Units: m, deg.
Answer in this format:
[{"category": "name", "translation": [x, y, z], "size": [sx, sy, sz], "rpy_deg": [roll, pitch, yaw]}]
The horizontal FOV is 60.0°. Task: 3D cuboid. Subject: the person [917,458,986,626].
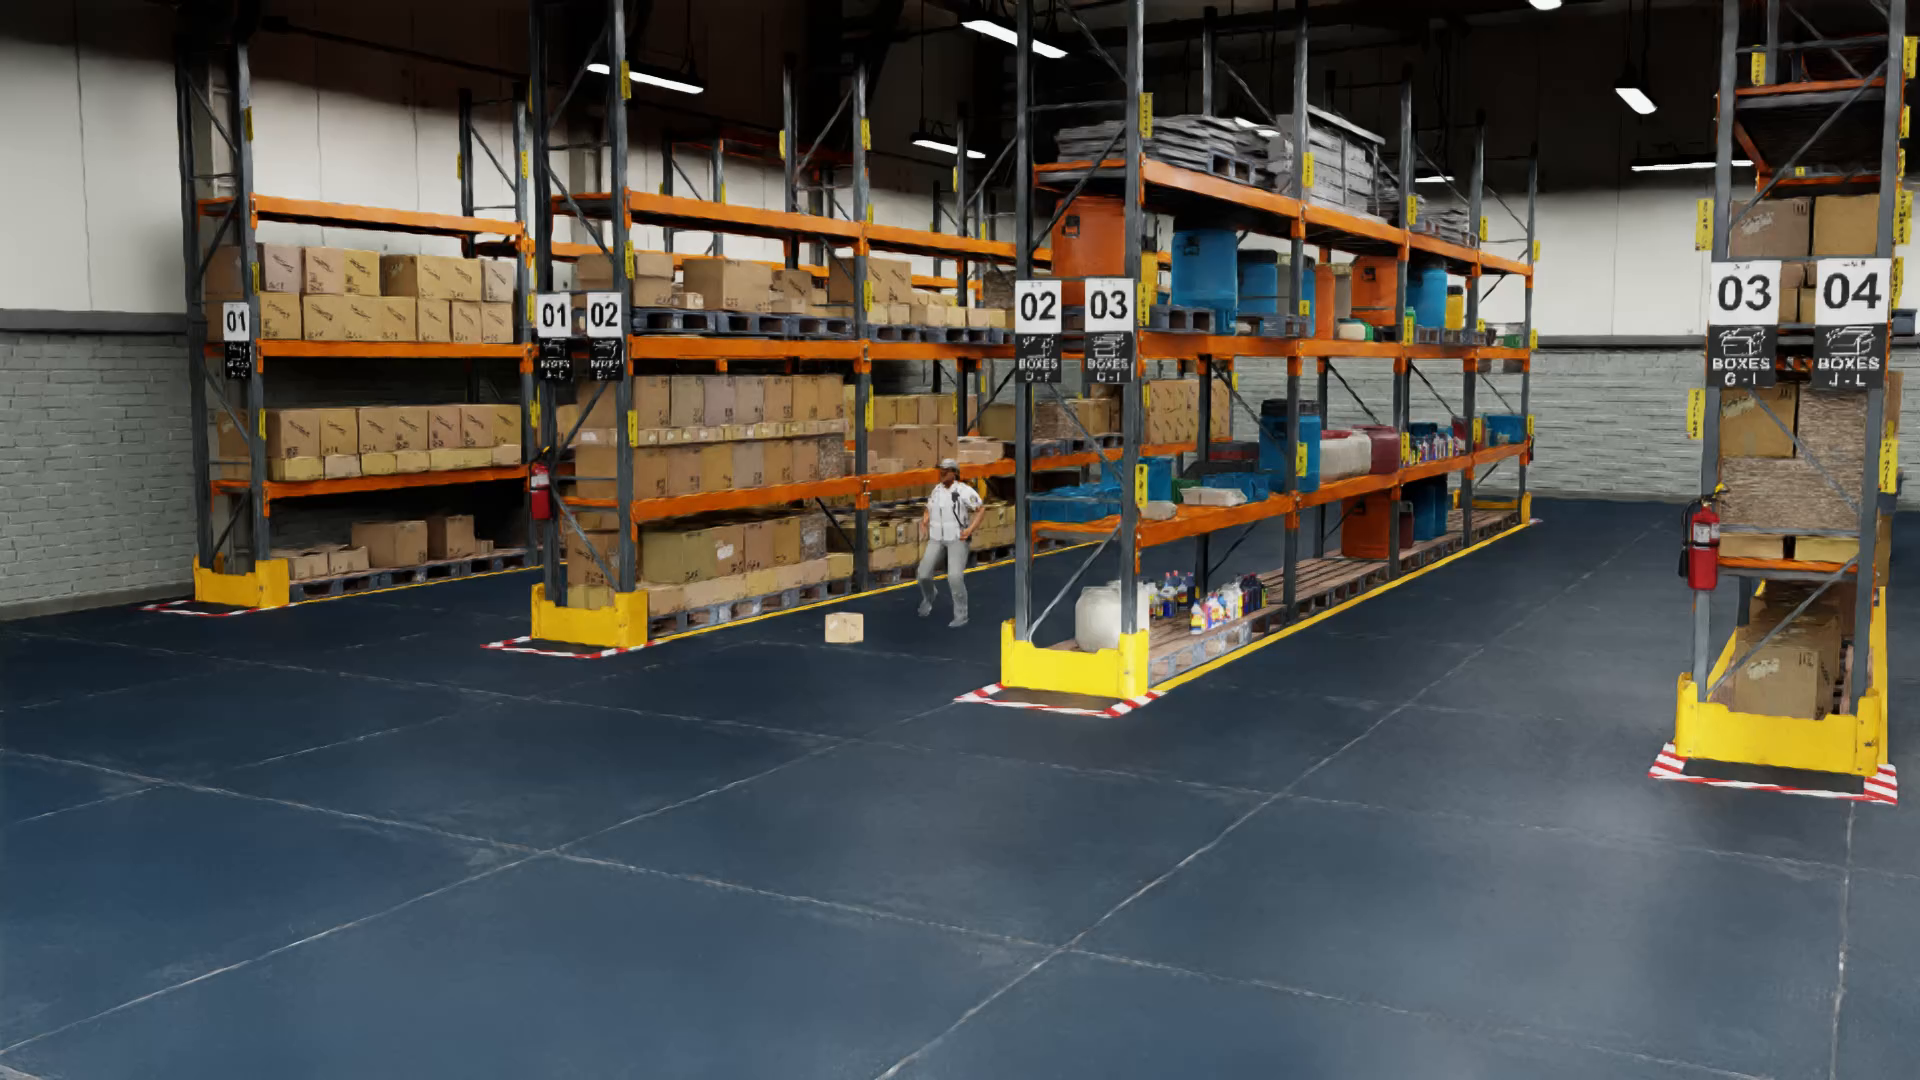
[{"category": "person", "translation": [-0.124, 0.012, 16.416], "size": [0.741, 1.640, 0.476], "rpy_deg": [3, 7, 25]}]
